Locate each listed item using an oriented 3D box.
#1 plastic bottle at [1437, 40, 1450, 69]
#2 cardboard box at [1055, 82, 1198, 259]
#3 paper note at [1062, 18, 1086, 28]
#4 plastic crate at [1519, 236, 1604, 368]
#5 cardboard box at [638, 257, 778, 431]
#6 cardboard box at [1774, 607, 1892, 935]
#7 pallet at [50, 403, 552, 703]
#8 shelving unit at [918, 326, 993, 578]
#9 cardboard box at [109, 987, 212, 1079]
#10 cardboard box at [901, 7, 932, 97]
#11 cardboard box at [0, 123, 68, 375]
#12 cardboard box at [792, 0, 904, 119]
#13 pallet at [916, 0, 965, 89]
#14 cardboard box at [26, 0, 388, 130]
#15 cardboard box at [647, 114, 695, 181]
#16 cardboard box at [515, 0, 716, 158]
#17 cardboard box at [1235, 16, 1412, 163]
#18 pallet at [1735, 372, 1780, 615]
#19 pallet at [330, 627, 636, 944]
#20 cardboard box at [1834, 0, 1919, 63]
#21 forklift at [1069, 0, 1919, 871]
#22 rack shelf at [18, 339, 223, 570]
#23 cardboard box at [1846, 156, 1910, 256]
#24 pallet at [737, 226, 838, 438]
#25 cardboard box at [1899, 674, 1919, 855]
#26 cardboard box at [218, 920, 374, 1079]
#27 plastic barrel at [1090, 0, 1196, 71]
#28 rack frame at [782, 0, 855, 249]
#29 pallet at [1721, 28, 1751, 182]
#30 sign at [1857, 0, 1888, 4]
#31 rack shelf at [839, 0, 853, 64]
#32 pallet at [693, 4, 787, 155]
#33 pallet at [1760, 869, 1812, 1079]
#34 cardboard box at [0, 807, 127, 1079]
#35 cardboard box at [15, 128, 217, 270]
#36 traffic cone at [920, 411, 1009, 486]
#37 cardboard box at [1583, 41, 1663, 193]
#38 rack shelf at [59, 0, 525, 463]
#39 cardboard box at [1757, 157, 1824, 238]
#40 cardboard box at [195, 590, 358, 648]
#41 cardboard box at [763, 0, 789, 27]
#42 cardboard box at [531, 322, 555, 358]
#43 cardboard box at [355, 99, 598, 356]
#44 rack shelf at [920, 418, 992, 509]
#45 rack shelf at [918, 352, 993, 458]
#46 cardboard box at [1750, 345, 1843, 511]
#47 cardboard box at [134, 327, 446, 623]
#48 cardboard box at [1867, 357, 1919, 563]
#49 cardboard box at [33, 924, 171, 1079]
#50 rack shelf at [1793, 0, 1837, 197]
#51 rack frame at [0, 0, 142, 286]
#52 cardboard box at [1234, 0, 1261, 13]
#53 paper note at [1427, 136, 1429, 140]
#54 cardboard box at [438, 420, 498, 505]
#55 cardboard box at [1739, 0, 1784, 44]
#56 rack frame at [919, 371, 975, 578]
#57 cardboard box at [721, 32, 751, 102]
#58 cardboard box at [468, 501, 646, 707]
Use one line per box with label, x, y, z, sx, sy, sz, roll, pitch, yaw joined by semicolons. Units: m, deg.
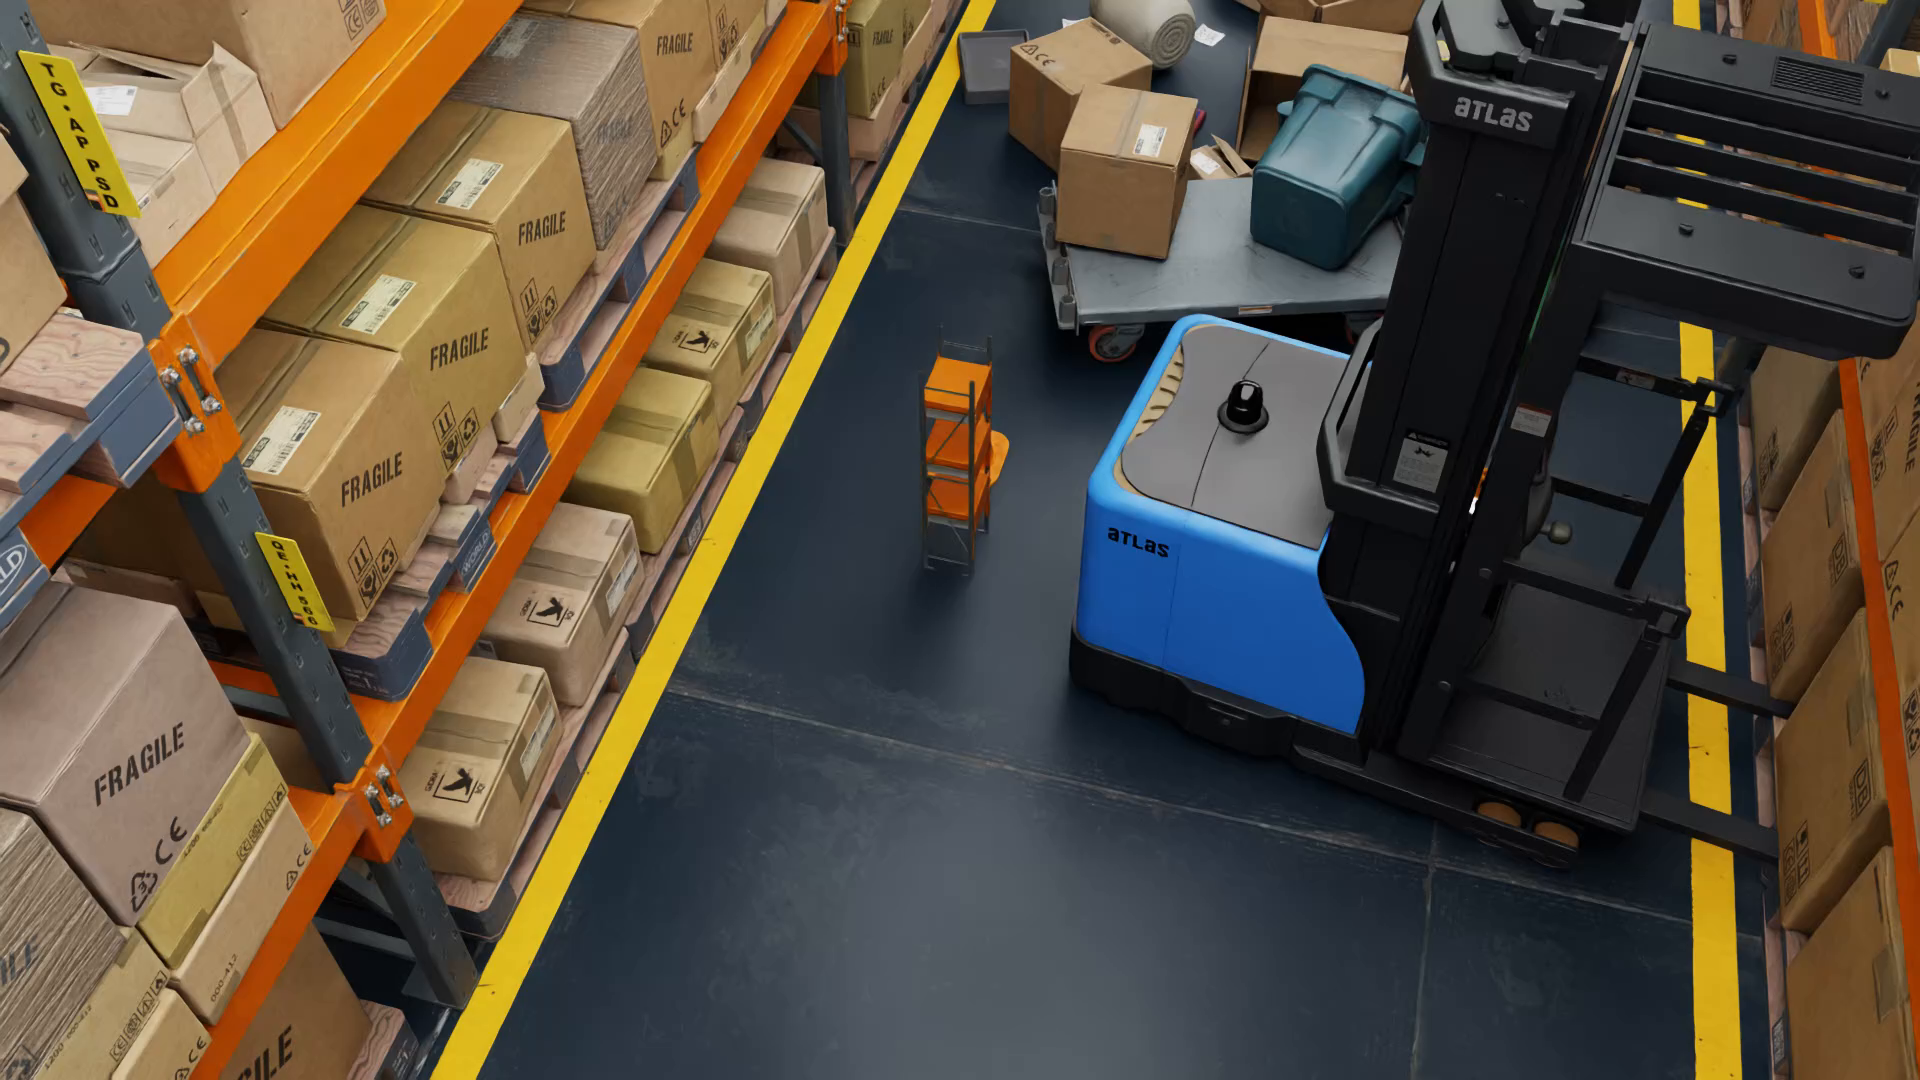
plastic bottle;2.573;-2.575;8.901;0.133;0.061;0.283;-4;49;-3
cardboard box;0.722;-1.611;7.252;0.500;0.500;0.500;12;50;10
paper note;0.642;-2.822;9.139;0.142;0.019;0.148;-4;49;-3
plastic crate;2.581;-1.086;7.464;0.662;0.188;0.450;-37;68;-28
cardboard box;-1.325;-0.886;6.923;0.950;0.372;0.625;14;50;12
cardboard box;3.220;0.830;5.156;1.050;0.750;0.750;12;50;11
pallet;-1.971;-0.097;4.882;1.213;0.211;1.003;12;50;10
shelving unit;-0.014;-0.309;6.241;0.215;1.050;0.252;12;50;10
cardboard box;-2.058;1.215;3.695;0.500;0.250;0.500;12;50;11
cardboard box;-0.458;-2.508;8.436;0.500;0.250;0.500;14;50;12
cardboard box;-2.010;-0.487;2.748;0.797;0.503;0.637;9;49;8
cardboard box;-0.587;-2.368;7.812;0.500;0.500;0.500;14;50;12
pallet;-0.541;-2.972;9.151;1.003;0.211;1.213;12;50;10
cardboard box;-1.797;-1.333;3.777;0.700;0.500;0.500;12;50;10
cardboard box;-1.155;-1.411;5.801;0.380;0.149;0.250;12;50;10
cardboard box;-1.174;-1.677;5.603;0.500;0.500;0.500;13;50;11
cardboard box;1.792;-2.181;8.168;0.797;0.637;0.503;12;50;10
pallet;3.669;-0.118;6.632;1.003;0.211;1.213;12;50;10
pallet;-1.849;0.734;5.880;1.003;0.211;1.213;12;50;10
cardboard box;3.885;-1.932;6.274;0.875;0.550;0.550;12;50;10
forklift;1.965;-0.310;4.988;3.031;2.935;1.130;19;51;16
rack shelf;-2.582;1.068;2.205;1.077;0.370;4.000;12;50;10
cardboard box;3.269;-0.954;5.443;0.500;0.500;0.500;12;50;10
pallet;-1.207;-1.031;7.438;1.003;0.211;1.213;12;50;10
cardboard box;2.738;0.508;4.154;0.500;0.500;0.500;12;50;10
cardboard box;-2.318;1.423;4.549;0.875;0.875;0.875;11;50;10
plastic barrel;0.967;-2.765;8.827;0.421;0.421;0.512;-27;54;-22
rack frame;-1.003;-2.517;6.890;1.000;3.000;0.127;12;50;10
pallet;4.394;-2.110;8.391;1.003;0.211;1.213;12;50;10
sign;3.263;-2.034;5.834;0.100;0.325;0.005;12;50;10
rack shelf;-0.477;-3.726;8.436;1.077;0.370;4.000;12;50;10
pallet;-1.345;-1.930;6.499;1.003;0.211;1.213;12;50;10
pallet;3.026;1.647;5.074;1.003;0.211;1.213;12;50;10
cardboard box;-2.067;0.811;3.219;0.500;0.500;0.500;12;50;11
cardboard box;-1.809;-0.728;3.477;0.380;0.149;0.250;12;50;10
traffic cone;0.021;-0.504;6.805;0.336;0.463;0.334;12;50;10
cardboard box;3.218;-2.112;8.198;0.500;0.500;0.500;19;51;16
rack shelf;-1.529;-1.825;4.758;1.077;0.370;4.000;12;50;10
cardboard box;4.032;-1.490;7.121;0.875;0.875;0.875;12;50;11
cardboard box;-1.791;0.122;4.448;0.380;0.149;0.250;9;49;8
cardboard box;-0.872;-2.146;6.450;0.380;0.149;0.250;12;50;11
cardboard box;-1.487;-0.649;5.129;0.380;0.149;0.250;14;50;12
cardboard box;-1.451;-0.938;4.951;0.500;0.500;0.500;12;50;11
rack shelf;-0.014;-0.302;6.249;0.215;0.259;0.240;12;50;10
rack shelf;-0.014;-0.489;6.036;0.215;0.259;0.240;12;50;10
cardboard box;3.722;-0.541;6.366;1.050;0.750;0.750;11;50;10
cardboard box;-1.714;-0.174;4.277;0.500;0.500;0.500;10;49;9
cardboard box;3.001;-0.226;4.801;0.500;0.500;0.500;12;50;11
cardboard box;-2.070;1.032;3.524;0.500;0.250;0.500;10;49;9
rack shelf;4.325;-2.822;7.639;1.077;0.370;4.000;12;50;10
rack frame;-2.056;-1.609;2.087;1.000;3.000;0.127;12;50;10
cardboard box;1.654;-3.121;9.324;0.250;0.149;0.380;-37;58;-28
paper note;2.391;-1.972;8.394;0.172;0.023;0.155;28;54;22
cardboard box;-1.568;-0.265;4.789;0.380;0.149;0.250;9;49;8
cardboard box;4.507;-2.802;8.278;0.875;0.875;0.875;11;49;9
rack frame;-0.046;-0.220;6.163;0.200;1.050;0.008;12;50;10
cardboard box;-0.992;-1.765;6.114;0.380;0.149;0.250;11;49;9
cardboard box;-1.711;0.165;5.995;0.950;0.372;0.625;11;49;9
